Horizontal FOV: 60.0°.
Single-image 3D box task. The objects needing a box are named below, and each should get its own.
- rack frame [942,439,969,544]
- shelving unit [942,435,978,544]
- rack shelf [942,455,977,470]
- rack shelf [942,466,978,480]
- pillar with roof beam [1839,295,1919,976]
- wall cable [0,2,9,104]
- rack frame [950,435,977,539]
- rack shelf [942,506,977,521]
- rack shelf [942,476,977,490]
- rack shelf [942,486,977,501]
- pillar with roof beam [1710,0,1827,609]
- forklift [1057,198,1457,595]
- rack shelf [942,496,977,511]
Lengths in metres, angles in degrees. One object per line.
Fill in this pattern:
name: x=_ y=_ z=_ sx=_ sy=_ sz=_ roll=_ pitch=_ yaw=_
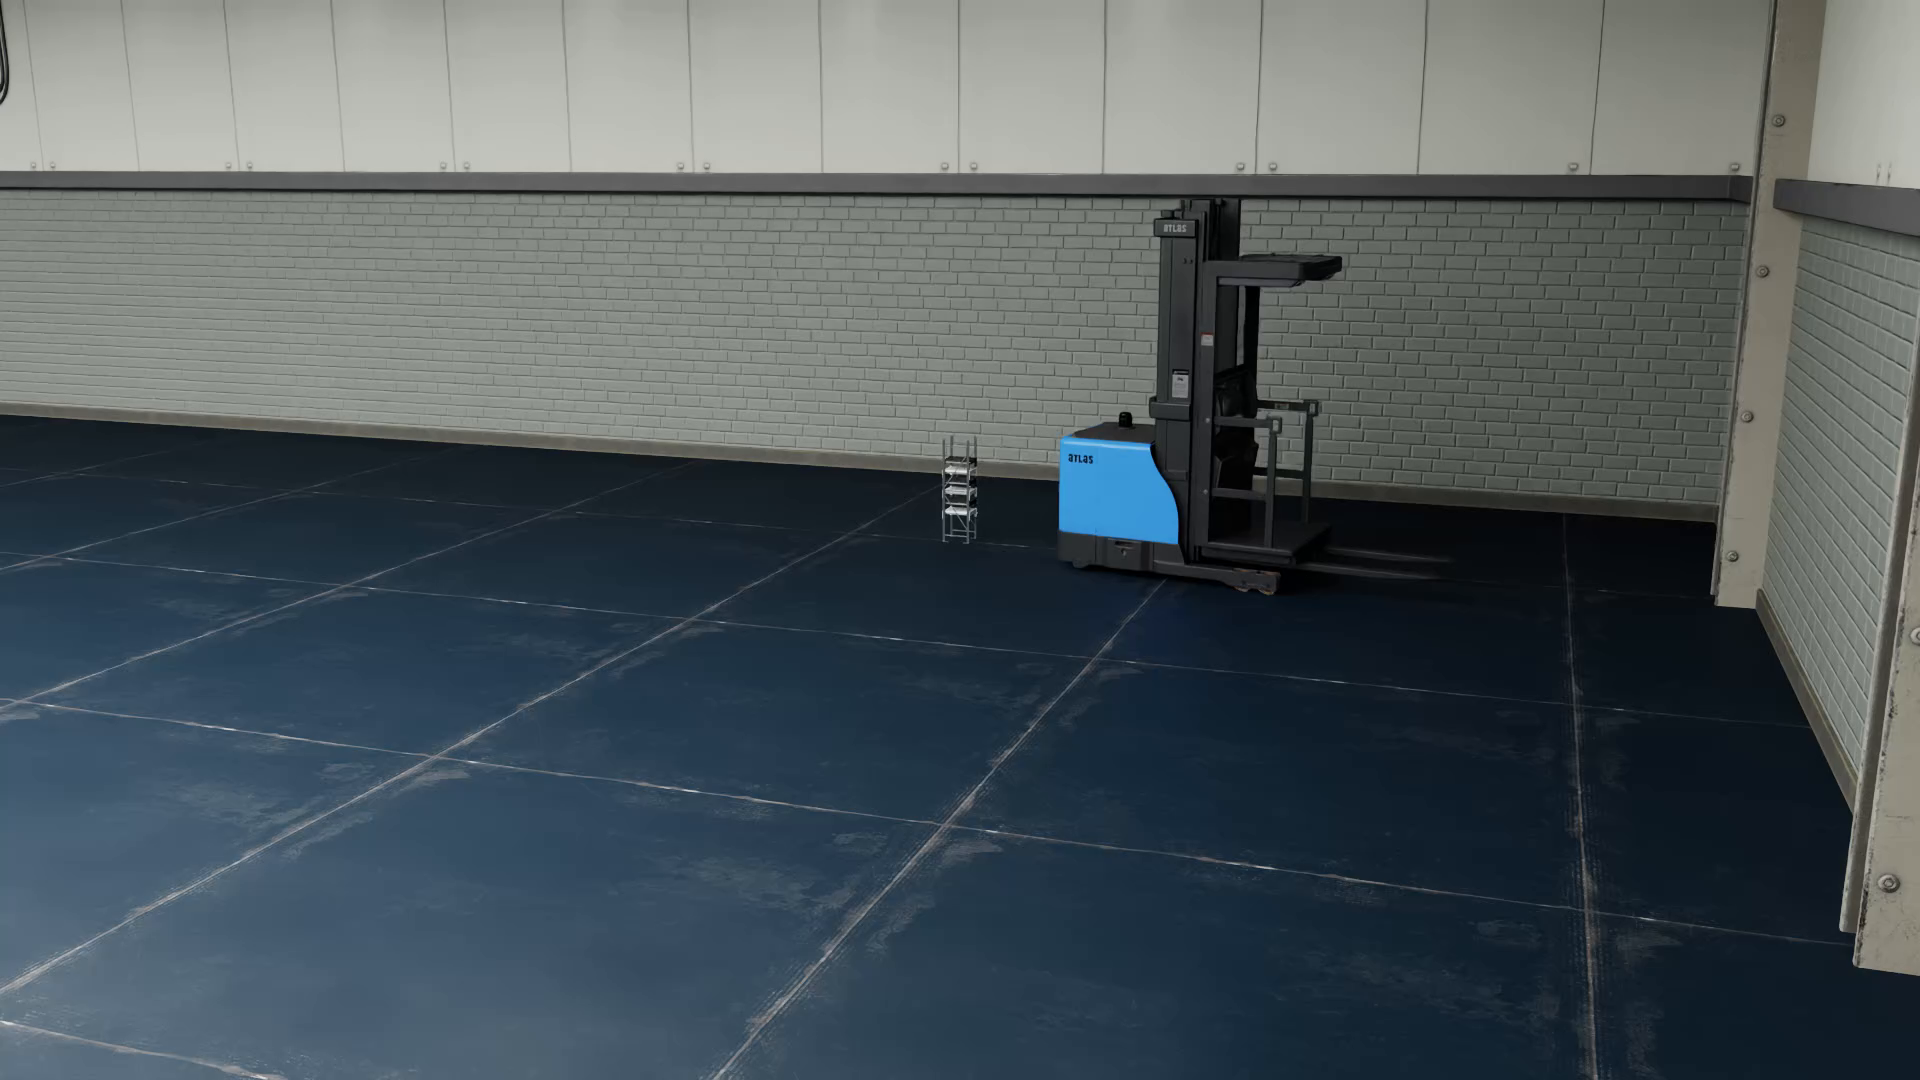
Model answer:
rack frame: x=-0.036 y=-0.416 z=14.287 sx=0.240 sy=0.900 sz=0.006 roll=4 pitch=14 yaw=18
shelving unit: x=-0.003 y=-0.437 z=14.380 sx=0.258 sy=0.900 sz=0.210 roll=4 pitch=14 yaw=18
rack shelf: x=-0.003 y=-0.668 z=14.328 sx=0.258 sy=0.077 sz=0.200 roll=4 pitch=14 yaw=18
rack shelf: x=-0.003 y=-0.580 z=14.348 sx=0.258 sy=0.077 sz=0.200 roll=4 pitch=14 yaw=18
pillar with roof beam: x=-0.194 y=-2.978 z=7.311 sx=9.100 sy=9.000 sz=0.400 roll=4 pitch=14 yaw=18
wall cable: x=-12.802 y=-7.695 z=20.337 sx=2.305 sy=6.003 sz=0.169 roll=4 pitch=14 yaw=18
rack frame: x=0.030 y=-0.458 z=14.474 sx=0.240 sy=0.900 sz=0.006 roll=4 pitch=14 yaw=18
rack shelf: x=-0.003 y=-0.229 z=14.428 sx=0.258 sy=0.077 sz=0.200 roll=4 pitch=14 yaw=18
rack shelf: x=-0.003 y=-0.492 z=14.368 sx=0.258 sy=0.077 sz=0.200 roll=4 pitch=14 yaw=18
rack shelf: x=-0.003 y=-0.405 z=14.388 sx=0.258 sy=0.077 sz=0.200 roll=4 pitch=14 yaw=18
pillar with roof beam: x=1.748 y=-4.241 z=12.846 sx=9.100 sy=9.000 sz=0.400 roll=4 pitch=14 yaw=18
forklift: x=2.334 y=-1.147 z=12.926 sx=3.031 sy=2.935 sz=1.130 roll=7 pitch=14 yaw=27
rack shelf: x=-0.003 y=-0.317 z=14.408 sx=0.258 sy=0.077 sz=0.200 roll=4 pitch=14 yaw=18
